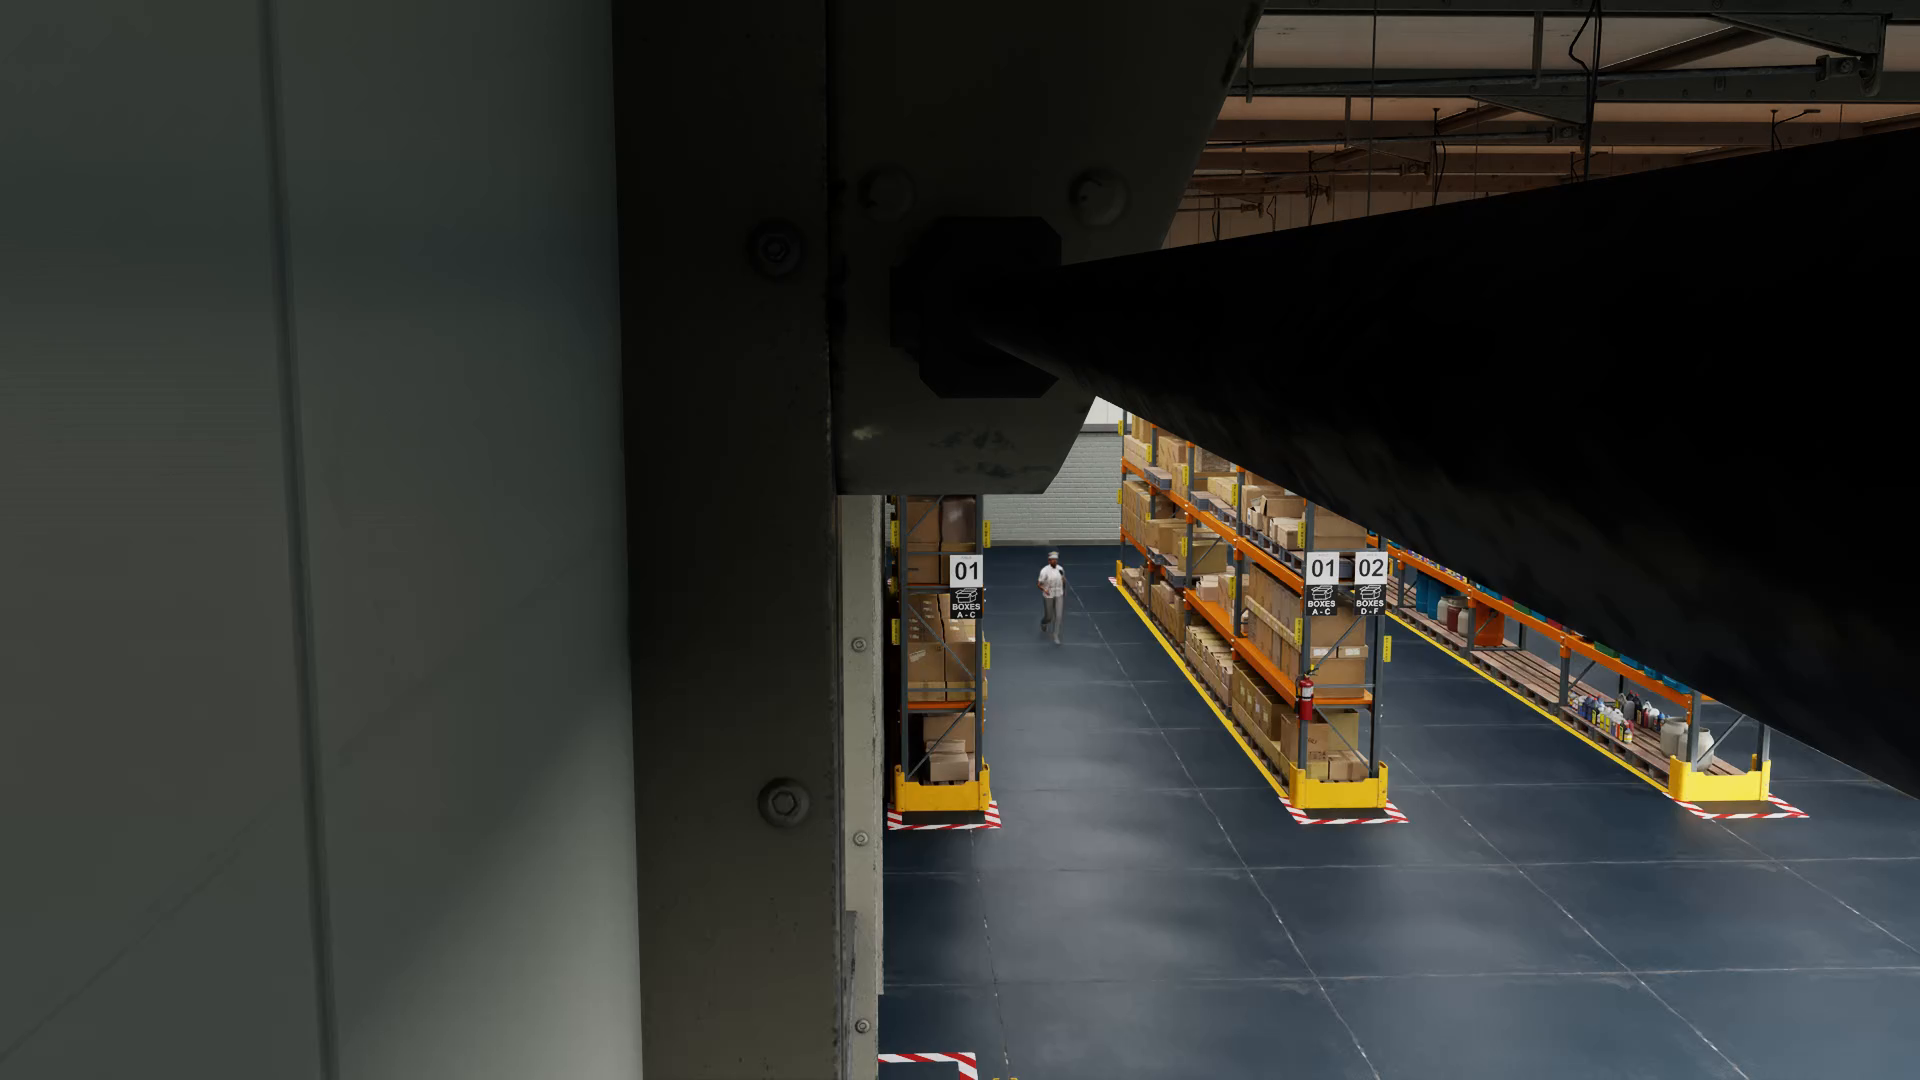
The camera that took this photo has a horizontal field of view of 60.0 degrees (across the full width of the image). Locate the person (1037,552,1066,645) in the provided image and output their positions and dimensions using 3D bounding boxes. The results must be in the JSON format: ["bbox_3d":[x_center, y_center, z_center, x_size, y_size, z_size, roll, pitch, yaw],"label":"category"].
[{"bbox_3d":[1.697,1.032,30.442,0.578,1.684,0.782,-2,9,-15],"label":"person"}]
